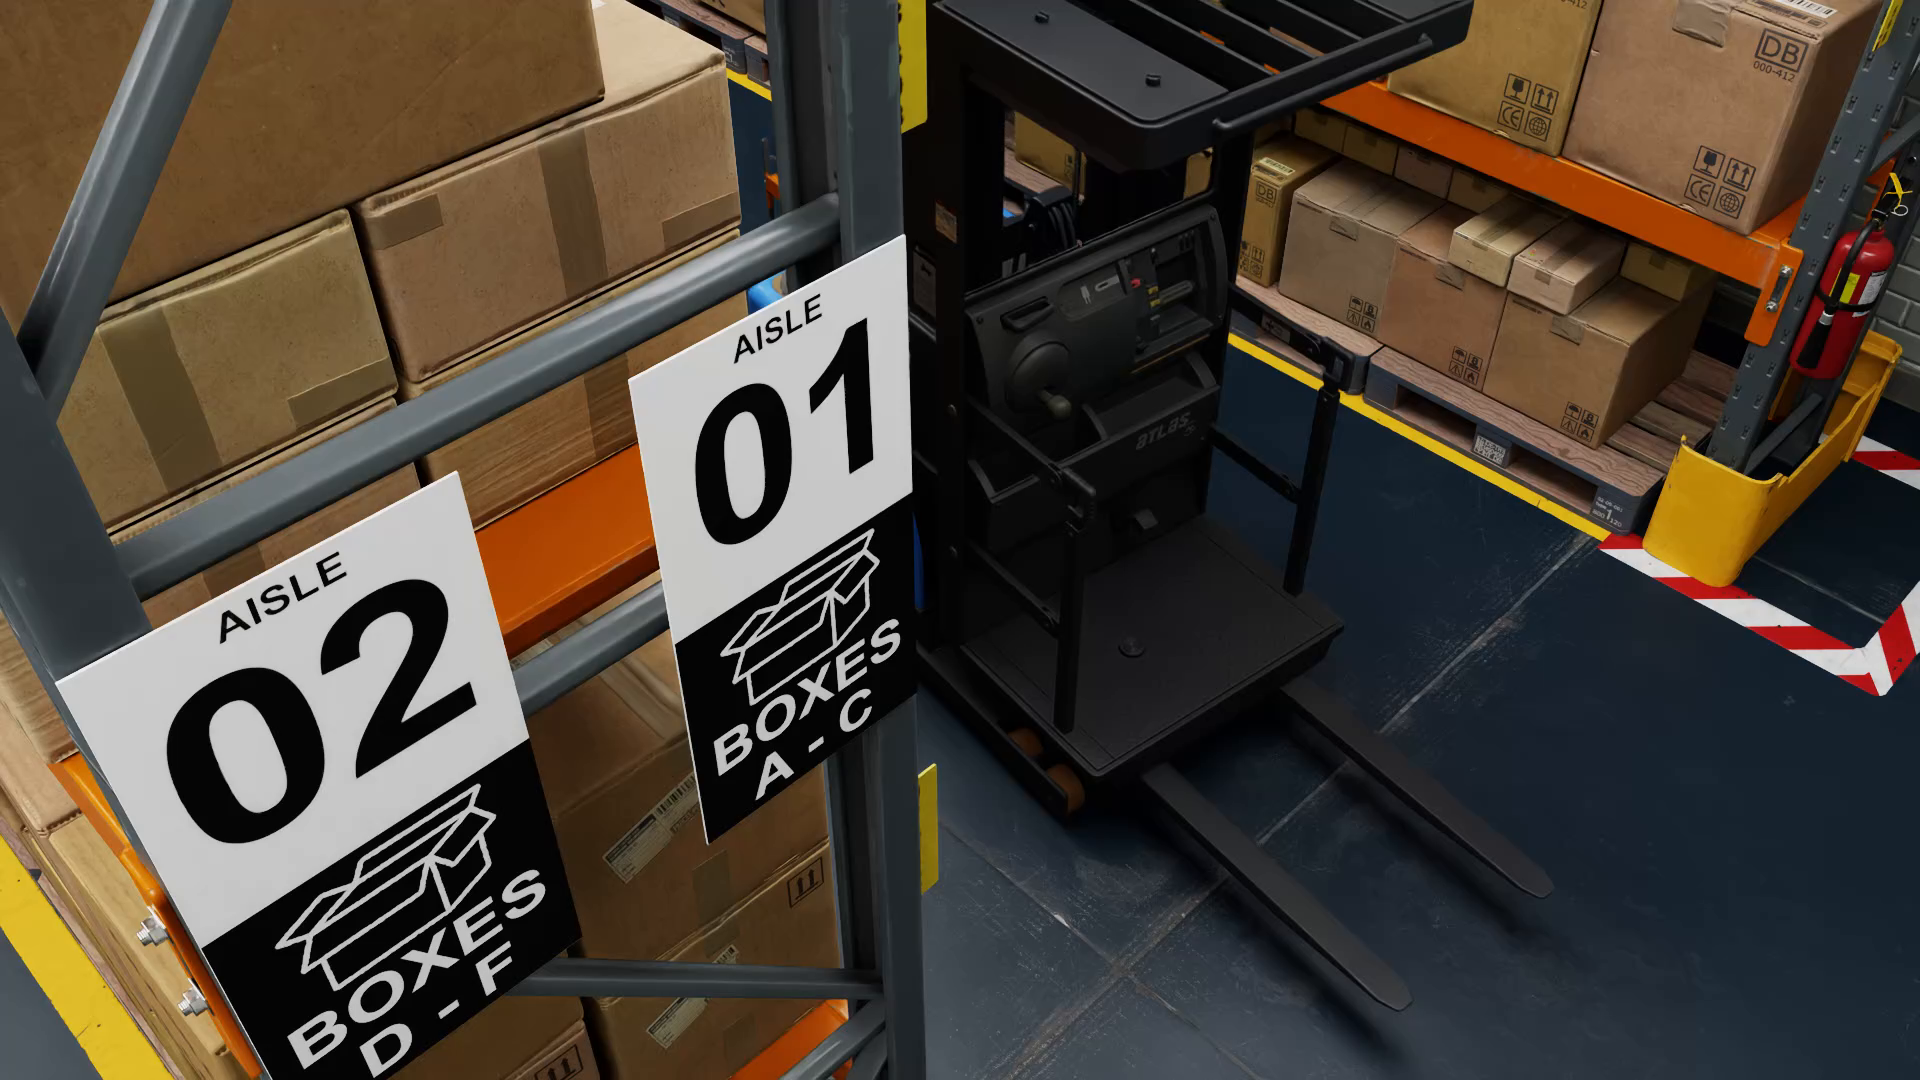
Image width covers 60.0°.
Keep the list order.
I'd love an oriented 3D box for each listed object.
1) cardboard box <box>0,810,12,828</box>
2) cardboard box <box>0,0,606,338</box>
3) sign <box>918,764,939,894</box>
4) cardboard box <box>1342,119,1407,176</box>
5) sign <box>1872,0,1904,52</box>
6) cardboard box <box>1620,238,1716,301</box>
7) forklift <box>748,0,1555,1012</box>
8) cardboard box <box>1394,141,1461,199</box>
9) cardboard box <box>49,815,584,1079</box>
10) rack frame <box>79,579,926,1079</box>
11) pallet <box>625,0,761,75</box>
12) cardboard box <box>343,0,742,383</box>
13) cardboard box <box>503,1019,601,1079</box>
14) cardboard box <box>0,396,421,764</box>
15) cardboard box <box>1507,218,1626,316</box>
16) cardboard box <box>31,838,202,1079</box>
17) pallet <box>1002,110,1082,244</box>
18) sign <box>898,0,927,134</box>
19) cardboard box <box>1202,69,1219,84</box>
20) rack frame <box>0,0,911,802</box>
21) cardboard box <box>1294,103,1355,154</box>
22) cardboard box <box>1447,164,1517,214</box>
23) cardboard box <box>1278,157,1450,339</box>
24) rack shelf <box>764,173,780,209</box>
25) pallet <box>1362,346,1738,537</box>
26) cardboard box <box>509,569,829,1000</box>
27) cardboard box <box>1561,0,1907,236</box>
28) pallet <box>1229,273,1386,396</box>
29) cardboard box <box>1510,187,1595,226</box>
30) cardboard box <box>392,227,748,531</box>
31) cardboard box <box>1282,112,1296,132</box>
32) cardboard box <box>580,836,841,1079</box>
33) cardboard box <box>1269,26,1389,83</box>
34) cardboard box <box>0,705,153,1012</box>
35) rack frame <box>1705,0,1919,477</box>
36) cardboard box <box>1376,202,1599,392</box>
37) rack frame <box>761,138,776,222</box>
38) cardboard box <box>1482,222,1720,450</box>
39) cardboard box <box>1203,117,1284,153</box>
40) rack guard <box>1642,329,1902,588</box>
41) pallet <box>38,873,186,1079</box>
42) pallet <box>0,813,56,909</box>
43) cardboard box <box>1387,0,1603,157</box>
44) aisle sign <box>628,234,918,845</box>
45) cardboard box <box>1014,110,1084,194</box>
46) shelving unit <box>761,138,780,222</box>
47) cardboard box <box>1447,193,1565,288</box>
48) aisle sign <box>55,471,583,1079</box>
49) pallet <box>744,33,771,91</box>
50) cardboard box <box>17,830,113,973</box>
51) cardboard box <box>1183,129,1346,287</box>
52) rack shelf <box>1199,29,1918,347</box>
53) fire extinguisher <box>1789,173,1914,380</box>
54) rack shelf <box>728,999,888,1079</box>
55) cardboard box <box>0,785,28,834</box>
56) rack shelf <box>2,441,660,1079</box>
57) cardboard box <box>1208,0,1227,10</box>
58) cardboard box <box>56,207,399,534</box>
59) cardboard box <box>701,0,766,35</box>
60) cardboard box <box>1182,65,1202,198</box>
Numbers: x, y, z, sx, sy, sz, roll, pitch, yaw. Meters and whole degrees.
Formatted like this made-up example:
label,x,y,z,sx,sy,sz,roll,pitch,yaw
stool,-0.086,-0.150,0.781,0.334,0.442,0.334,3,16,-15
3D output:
label,x,y,z,sx,sy,sz,roll,pitch,yaw
cardboard box,-2.042,0.239,3.708,0.500,0.500,0.500,33,52,31
cardboard box,-0.834,-0.652,1.725,0.700,0.500,0.500,-34,53,-31
sign,-0.076,0.514,2.845,0.100,0.325,0.005,-34,53,-31
cardboard box,1.813,-1.691,6.924,0.380,0.149,0.250,-34,52,-31
sign,2.651,-1.543,4.681,0.100,0.325,0.005,-34,53,-31
cardboard box,2.710,-1.082,6.265,0.380,0.149,0.250,-34,52,-31
forklift,0.550,-0.583,4.721,1.130,2.935,3.031,-27,49,-26
cardboard box,1.995,-1.568,6.791,0.380,0.149,0.250,-33,52,-31
cardboard box,-0.969,0.606,2.573,0.500,0.500,0.500,34,52,31
rack frame,-0.460,1.092,2.858,1.000,3.000,0.127,-34,53,-31
pallet,-1.244,-3.102,9.452,1.003,0.211,1.213,-34,53,-31
cardboard box,-0.638,-0.509,2.123,0.500,0.250,0.500,-34,53,-31
cardboard box,-0.969,0.971,2.915,0.500,0.500,0.500,-32,52,-30
cardboard box,-1.009,-0.075,2.021,0.500,0.250,0.500,-34,53,-31
cardboard box,2.260,-1.021,6.199,0.250,0.149,0.380,34,52,31
cardboard box,-1.337,0.723,3.183,0.500,0.500,0.500,-34,52,-31
pallet,0.702,-1.779,8.019,1.003,0.211,1.213,-34,53,-31
sign,-0.076,-0.591,1.825,0.100,0.325,0.005,-34,53,-31
cardboard box,1.274,-2.058,7.321,0.250,0.149,0.380,33,52,30
rack frame,-0.460,-1.111,0.822,1.000,3.000,0.127,-34,53,-31
cardboard box,1.635,-1.812,7.056,0.250,0.149,0.380,33,52,31
cardboard box,2.175,-1.446,6.659,0.380,0.149,0.250,-34,52,-31
cardboard box,1.771,-1.290,6.968,0.500,0.500,0.700,32,52,30
rack shelf,-0.479,-1.222,6.109,0.258,0.148,0.480,-27,49,-26
pallet,2.425,-0.606,6.751,1.003,0.211,1.213,-34,53,-31
cardboard box,-0.586,0.349,2.852,0.500,0.500,0.500,-32,52,-30
cardboard box,2.678,-1.634,5.587,0.980,0.700,0.700,-32,51,-30
pallet,1.568,-1.192,7.385,1.003,0.211,1.213,-34,53,-31
cardboard box,2.351,-1.325,6.528,0.380,0.149,0.250,-34,52,-31
cardboard box,-0.642,-0.323,2.290,0.500,0.250,0.500,-34,53,-31
cardboard box,1.452,-1.936,7.189,0.380,0.149,0.250,-34,52,-31
cardboard box,-0.586,0.716,3.191,0.500,0.500,0.500,-33,52,-30
cardboard box,1.624,-2.349,6.361,0.700,0.700,0.980,32,51,30
cardboard box,-1.326,0.364,2.836,0.500,0.500,0.500,-33,52,-30
rack frame,3.045,-1.284,5.429,1.000,3.000,0.127,-34,53,-31
cardboard box,2.126,-1.049,6.707,0.500,0.500,0.700,34,53,31
rack frame,-0.626,-1.065,6.518,0.240,1.200,0.015,-27,49,-26
cardboard box,2.480,-0.808,6.447,0.700,0.500,0.500,-34,53,-31
cardboard box,1.157,-1.769,7.009,0.250,0.149,0.380,33,52,30
rack guard,3.062,-0.354,6.265,1.175,0.500,0.348,-34,53,-31
pallet,-1.934,1.111,4.892,1.003,0.211,1.213,-34,53,-31
pallet,-2.800,0.525,5.527,1.003,0.211,1.213,-34,53,-31
cardboard box,2.156,-1.978,5.960,0.700,0.700,0.980,34,52,31
aisle sign,-0.204,0.030,2.092,0.394,0.787,0.004,-34,53,-31
cardboard box,0.676,-2.033,7.773,0.700,0.500,0.500,-33,52,-31
shelving unit,-0.479,-0.933,6.376,0.258,1.200,0.503,-27,49,-26
cardboard box,2.079,-1.143,6.332,0.380,0.149,0.250,-33,52,-30
aisle sign,-0.628,0.317,1.781,0.394,0.787,0.004,-34,53,-31
pallet,-0.378,-2.516,8.817,1.003,0.211,1.213,-34,53,-31
cardboard box,-1.686,0.481,3.446,0.500,0.500,0.500,-34,52,-31
cardboard box,1.389,-1.543,7.242,0.700,0.500,0.500,-33,52,-30
rack shelf,1.633,-1.980,6.713,1.077,0.370,4.000,-34,53,-31
fire extinguisher,2.825,-0.825,5.264,0.296,0.674,0.183,-34,53,-31
rack shelf,-1.872,0.396,4.142,1.077,0.370,4.000,-34,53,-31
cardboard box,-1.695,0.117,3.103,0.500,0.500,0.500,-33,52,-30
rack shelf,-1.872,-0.706,3.124,1.077,0.370,4.000,-34,53,-31
cardboard box,1.103,-2.694,6.734,0.700,0.700,0.980,33,52,30
cardboard box,-1.003,-0.263,1.856,0.500,0.250,0.500,-34,53,-31
cardboard box,-0.961,-3.246,8.827,0.750,0.750,0.750,-32,52,-30
cardboard box,1.028,-1.790,7.510,0.500,0.500,0.700,34,52,31
